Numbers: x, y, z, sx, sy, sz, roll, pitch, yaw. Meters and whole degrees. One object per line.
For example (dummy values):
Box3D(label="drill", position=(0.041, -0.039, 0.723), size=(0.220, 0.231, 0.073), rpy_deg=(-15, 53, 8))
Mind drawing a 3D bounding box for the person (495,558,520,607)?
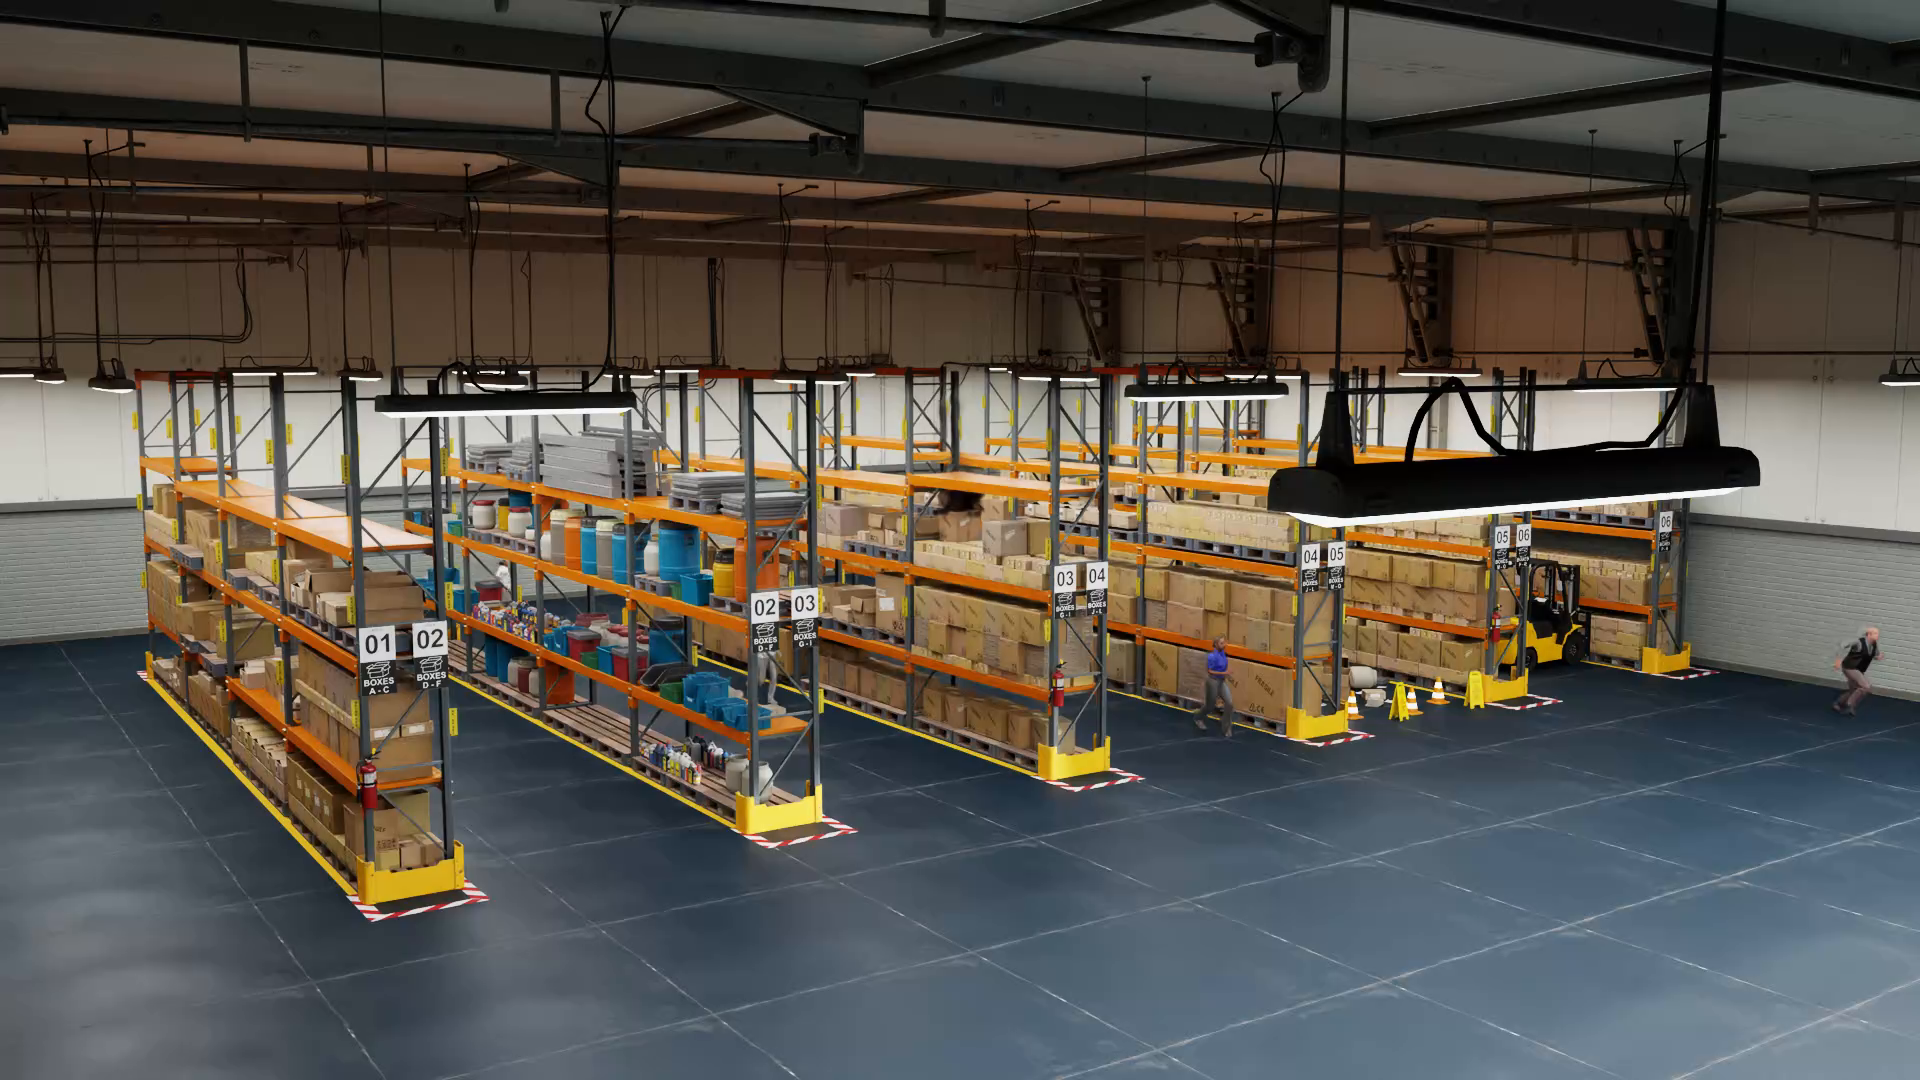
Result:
Box3D(label="person", position=(-10.436, 1.216, 38.047), size=(0.771, 1.727, 0.579), rpy_deg=(-4, 7, -29))

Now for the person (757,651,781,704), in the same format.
Box3D(label="person", position=(-3.522, 2.117, 30.054), size=(0.625, 1.654, 0.723), rpy_deg=(-5, 8, -38))

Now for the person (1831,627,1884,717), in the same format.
Box3D(label="person", position=(15.635, 2.288, 28.964), size=(0.703, 1.612, 0.829), rpy_deg=(-4, 8, -34))

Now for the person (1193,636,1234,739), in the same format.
Box3D(label="person", position=(4.214, 2.430, 27.543), size=(0.852, 1.724, 0.608), rpy_deg=(6, 9, 45))
